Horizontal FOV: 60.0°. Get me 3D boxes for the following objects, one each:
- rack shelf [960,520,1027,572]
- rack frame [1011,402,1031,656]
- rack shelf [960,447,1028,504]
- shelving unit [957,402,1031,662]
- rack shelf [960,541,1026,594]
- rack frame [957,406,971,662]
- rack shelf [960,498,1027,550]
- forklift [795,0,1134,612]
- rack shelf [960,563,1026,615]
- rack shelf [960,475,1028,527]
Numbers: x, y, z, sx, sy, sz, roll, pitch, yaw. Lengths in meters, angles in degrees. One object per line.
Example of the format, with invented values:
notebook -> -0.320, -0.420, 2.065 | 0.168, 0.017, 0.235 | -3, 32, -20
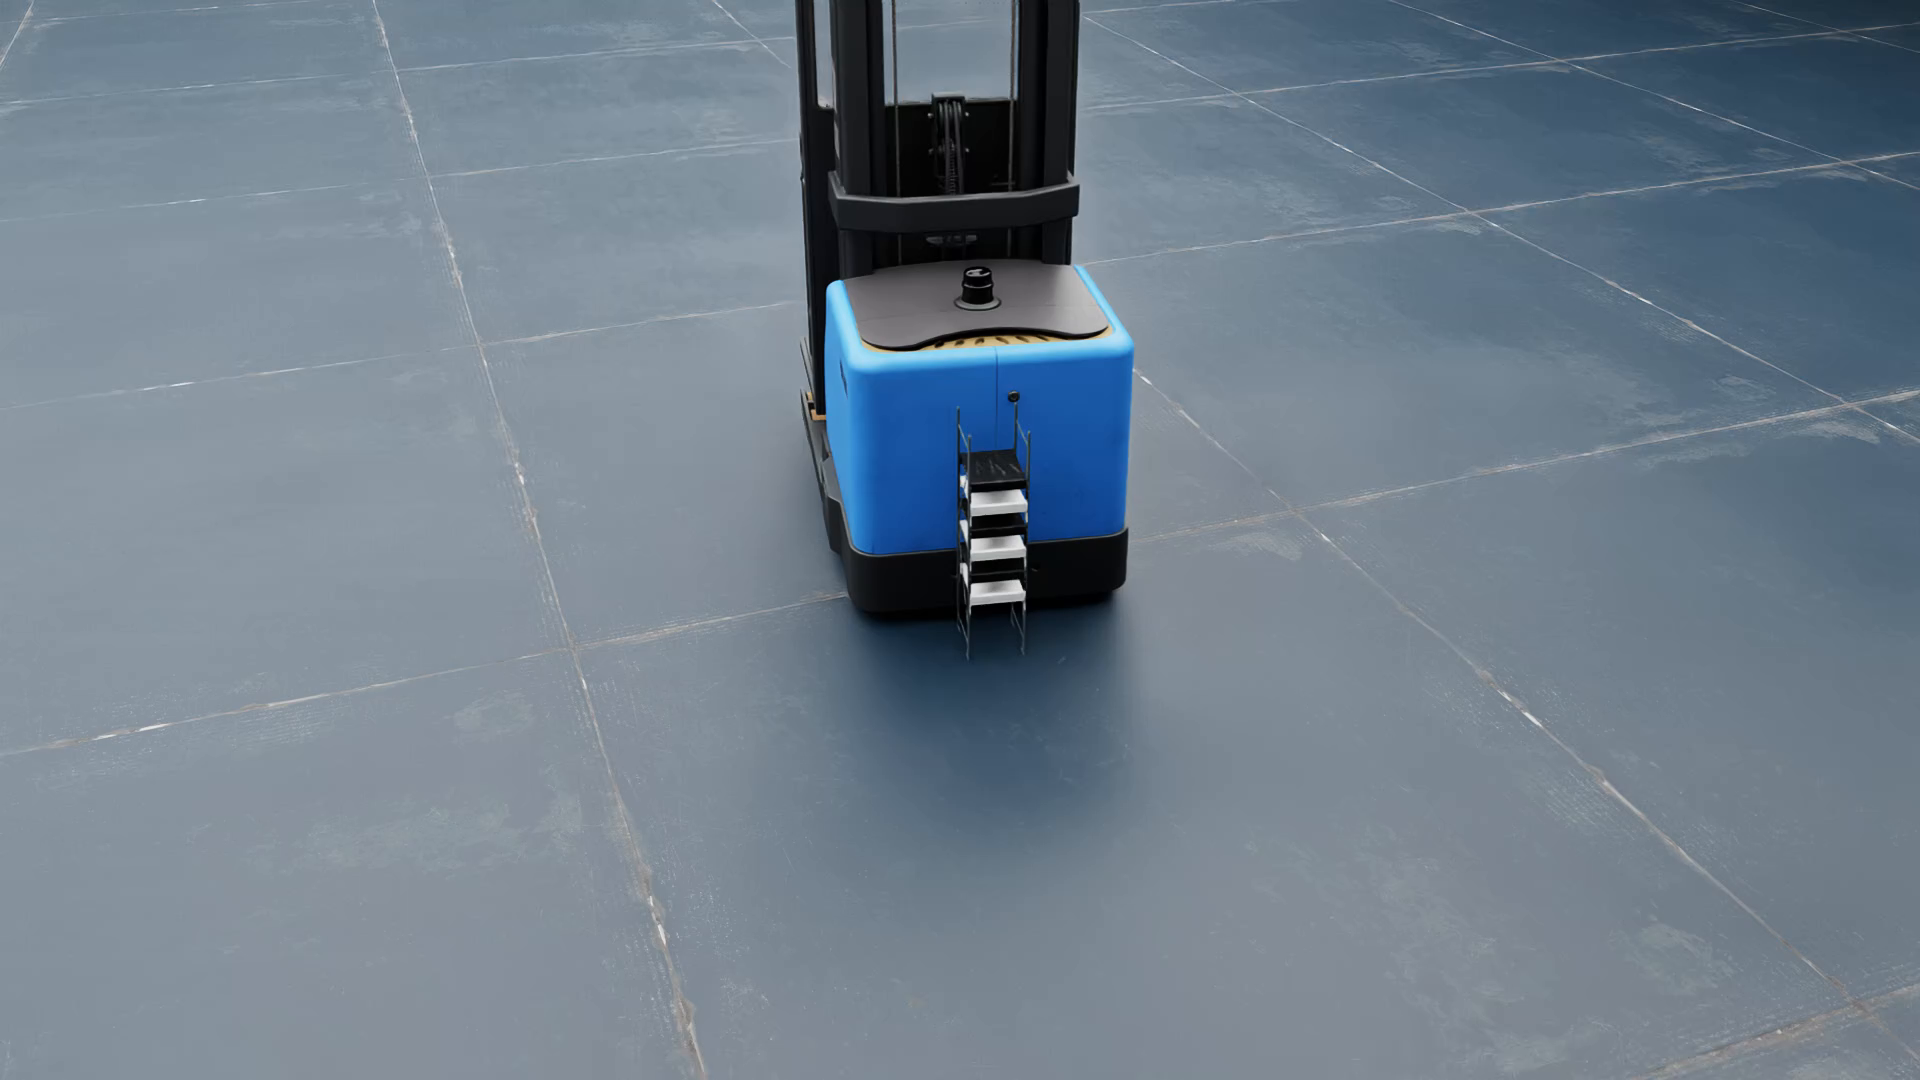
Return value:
rack shelf -> 0.113, 0.009, 5.892 | 0.200, 0.077, 0.258 | -5, 30, -8
rack frame -> 0.213, -0.029, 5.890 | 0.006, 0.900, 0.240 | -5, 30, -8
rack shelf -> 0.113, -0.225, 5.757 | 0.200, 0.077, 0.258 | -5, 30, -8
shelving unit -> 0.113, -0.020, 5.875 | 0.210, 0.900, 0.258 | -5, 30, -8
rack shelf -> 0.113, 0.087, 5.937 | 0.200, 0.077, 0.258 | -5, 30, -8
rack frame -> 0.012, -0.012, 5.860 | 0.006, 0.900, 0.240 | -5, 30, -8
rack shelf -> 0.113, -0.069, 5.847 | 0.200, 0.077, 0.258 | -5, 30, -8
forklift -> -0.126, -1.718, 6.804 | 1.130, 2.935, 3.031 | -5, 30, -8
rack shelf -> 0.113, 0.165, 5.982 | 0.200, 0.077, 0.258 | -5, 30, -8
rack shelf -> 0.113, -0.147, 5.802 | 0.200, 0.077, 0.258 | -5, 30, -8
